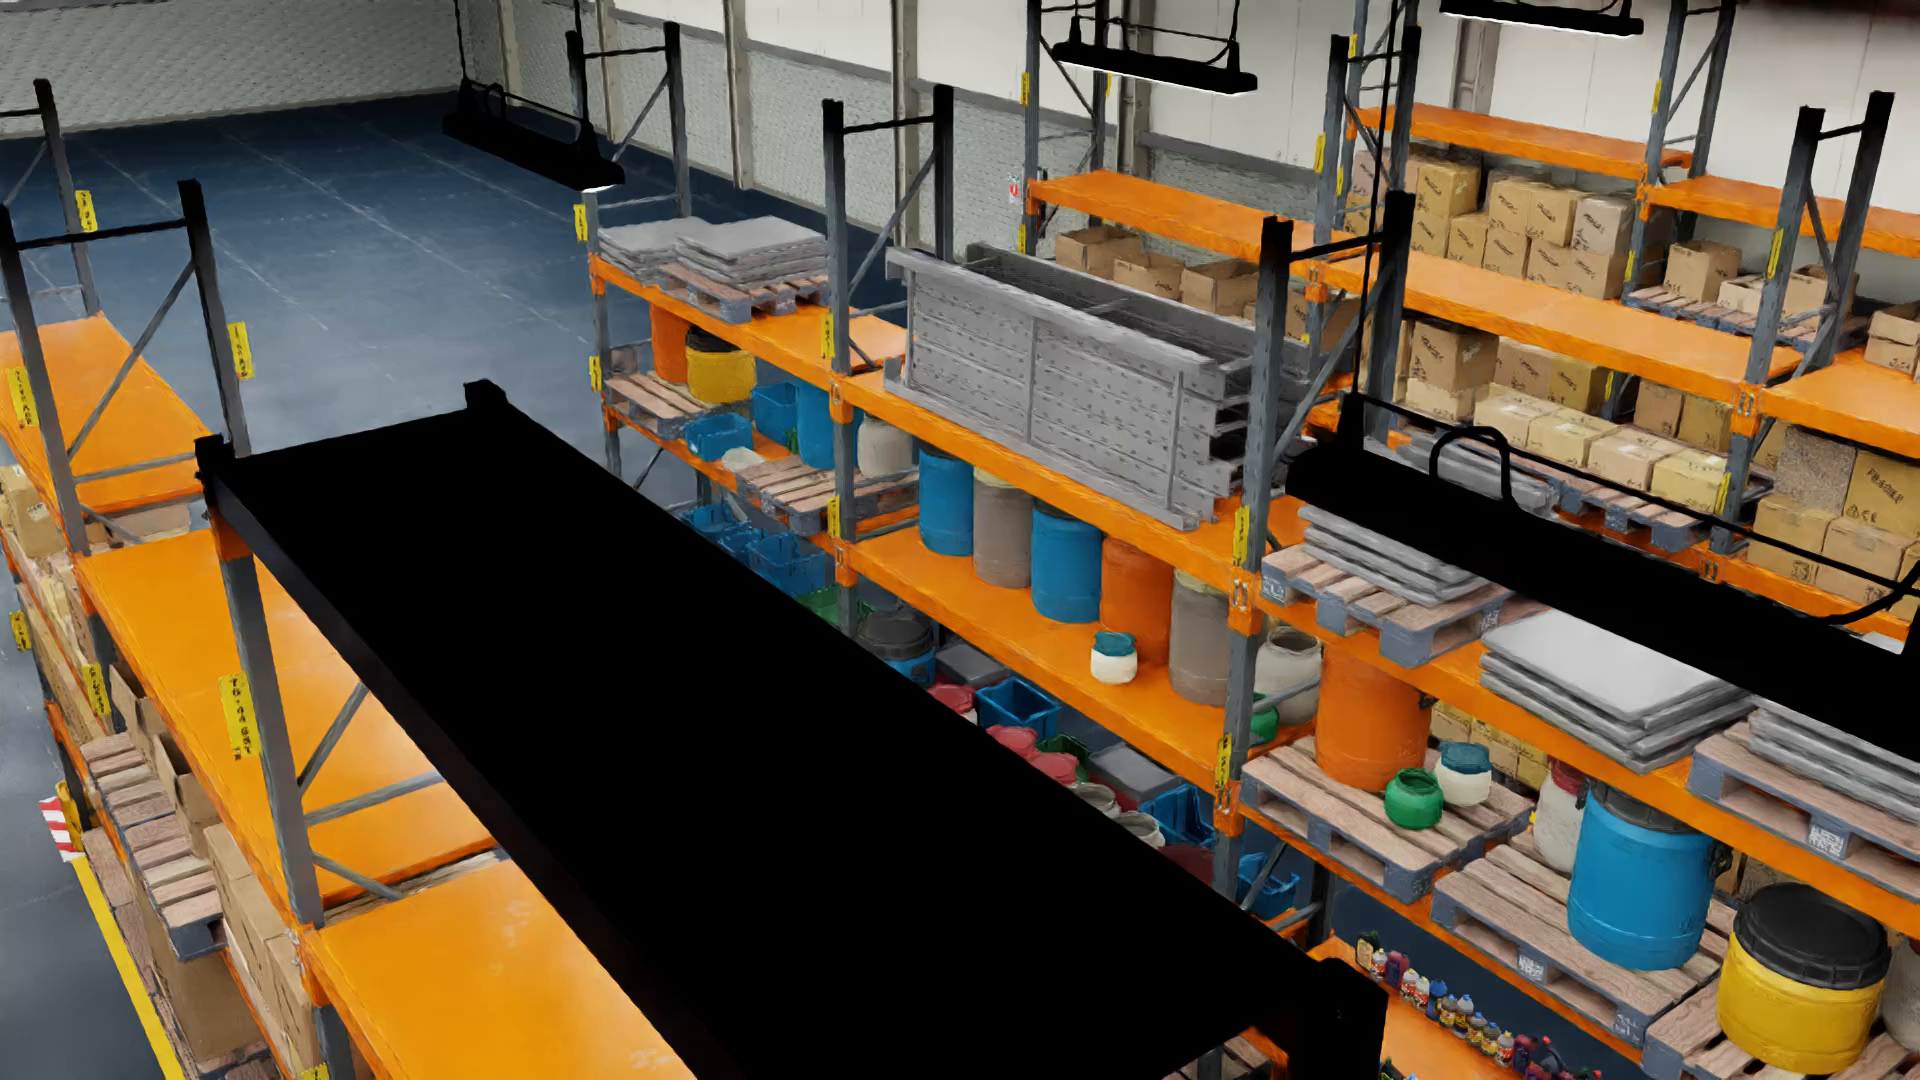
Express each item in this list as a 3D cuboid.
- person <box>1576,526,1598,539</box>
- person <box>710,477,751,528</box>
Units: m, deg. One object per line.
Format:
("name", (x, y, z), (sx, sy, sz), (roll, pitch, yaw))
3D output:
("person", (5.820, 0.598, 15.694), (0.467, 1.661, 0.495), (-2, 25, -5))
("person", (-2.649, -0.751, 18.631), (0.497, 1.664, 0.642), (5, 25, 11))
